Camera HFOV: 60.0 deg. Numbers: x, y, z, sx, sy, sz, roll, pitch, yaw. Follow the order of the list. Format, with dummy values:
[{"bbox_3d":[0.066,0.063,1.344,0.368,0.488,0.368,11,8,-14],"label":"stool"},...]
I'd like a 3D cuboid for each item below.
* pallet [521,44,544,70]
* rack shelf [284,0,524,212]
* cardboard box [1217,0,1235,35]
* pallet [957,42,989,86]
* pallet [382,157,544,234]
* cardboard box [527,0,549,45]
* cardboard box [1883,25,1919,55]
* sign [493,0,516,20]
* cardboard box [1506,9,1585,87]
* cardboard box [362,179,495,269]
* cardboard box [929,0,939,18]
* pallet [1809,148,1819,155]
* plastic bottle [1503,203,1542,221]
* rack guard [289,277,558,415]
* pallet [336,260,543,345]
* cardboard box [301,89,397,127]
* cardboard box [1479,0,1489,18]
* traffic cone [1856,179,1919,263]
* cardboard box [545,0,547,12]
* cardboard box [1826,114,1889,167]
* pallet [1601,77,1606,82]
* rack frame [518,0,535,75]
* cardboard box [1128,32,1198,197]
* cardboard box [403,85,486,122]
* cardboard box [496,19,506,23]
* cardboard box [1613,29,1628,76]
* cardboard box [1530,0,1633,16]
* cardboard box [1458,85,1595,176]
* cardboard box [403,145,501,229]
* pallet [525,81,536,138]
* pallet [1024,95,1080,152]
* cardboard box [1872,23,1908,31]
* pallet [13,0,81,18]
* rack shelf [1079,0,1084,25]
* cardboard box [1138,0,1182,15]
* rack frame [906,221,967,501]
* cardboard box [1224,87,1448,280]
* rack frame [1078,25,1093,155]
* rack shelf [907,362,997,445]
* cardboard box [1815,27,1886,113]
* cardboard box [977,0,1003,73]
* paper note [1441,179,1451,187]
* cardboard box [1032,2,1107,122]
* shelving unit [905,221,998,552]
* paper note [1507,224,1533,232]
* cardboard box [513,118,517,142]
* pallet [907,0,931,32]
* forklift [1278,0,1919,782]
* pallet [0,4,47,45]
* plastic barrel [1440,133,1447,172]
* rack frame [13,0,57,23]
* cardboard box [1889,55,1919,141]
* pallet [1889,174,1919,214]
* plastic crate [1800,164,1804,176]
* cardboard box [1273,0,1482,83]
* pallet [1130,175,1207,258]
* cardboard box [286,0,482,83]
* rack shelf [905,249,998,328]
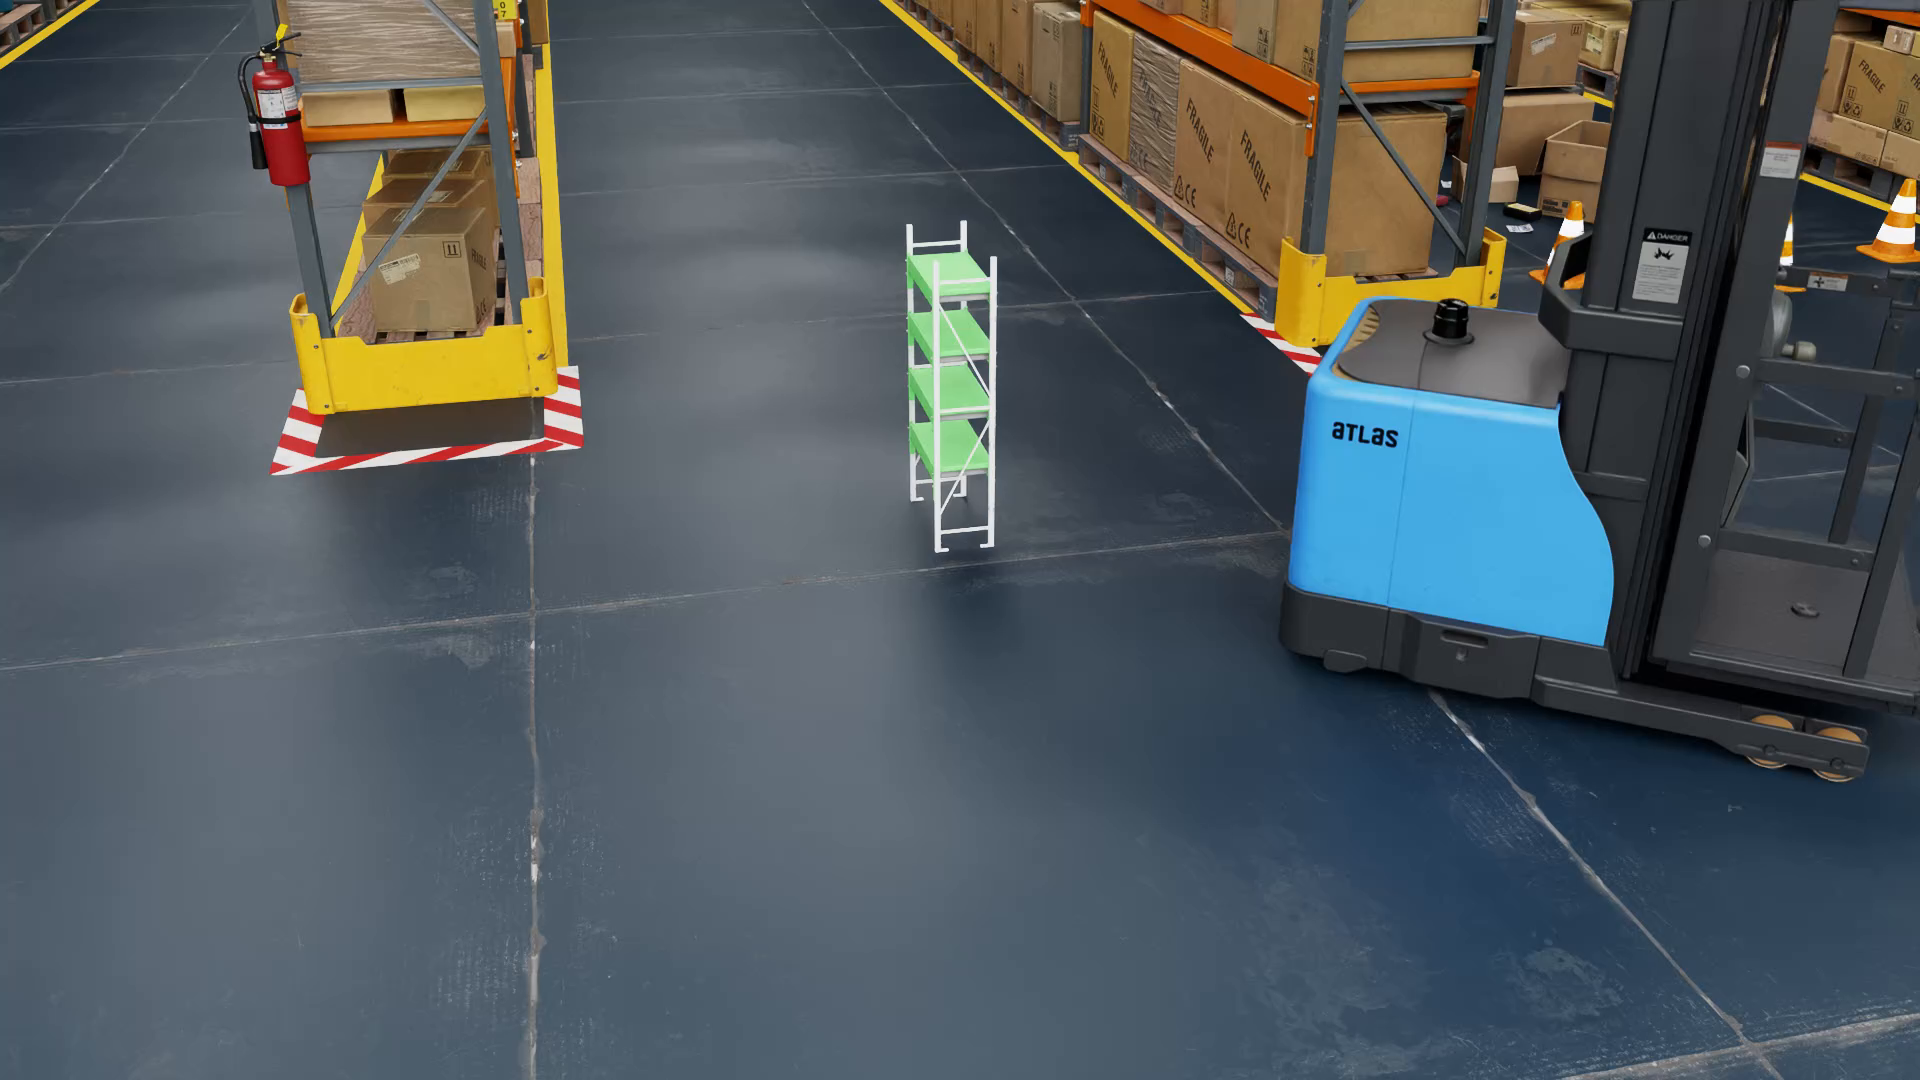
[{"bbox_3d":[-4.471,-4.654,15.736,1.003,0.211,1.213,-6,27,-12],"label":"pallet"},{"bbox_3d":[-3.015,-2.590,9.350,1.077,0.370,4.000,-6,27,-12],"label":"rack shelf"},{"bbox_3d":[2.014,-3.215,9.625,0.875,0.550,0.550,-6,27,-12],"label":"cardboard box"},{"bbox_3d":[0.592,-4.406,15.244,1.003,0.211,1.213,-6,27,-12],"label":"pallet"},{"bbox_3d":[-3.280,-2.253,10.979,1.003,0.211,1.213,-6,27,-12],"label":"pallet"},{"bbox_3d":[-4.502,-5.089,15.395,1.225,0.875,0.875,-7,28,-14],"label":"cardboard box"},{"bbox_3d":[6.397,-3.330,11.051,0.380,0.149,0.250,-5,27,-9],"label":"cardboard box"},{"bbox_3d":[-2.035,-2.475,7.363,0.100,0.325,0.005,-6,27,-12],"label":"sign"},{"bbox_3d":[4.462,-3.823,12.930,0.500,0.500,0.500,-6,27,-12],"label":"cardboard box"},{"bbox_3d":[-2.857,-1.639,8.977,0.500,0.500,0.500,1,27,2],"label":"cardboard box"},{"bbox_3d":[-0.028,-5.566,16.758,0.500,0.500,0.500,-5,27,-10],"label":"cardboard box"},{"bbox_3d":[6.375,-3.259,12.973,1.003,0.211,1.213,-6,27,-12],"label":"pallet"},{"bbox_3d":[3.691,-2.175,10.991,0.133,0.061,0.283,-16,31,-29],"label":"plastic bottle"},{"bbox_3d":[-2.581,-0.950,8.078,1.175,0.500,0.348,-6,27,-12],"label":"rack guard"},{"bbox_3d":[-2.730,-1.182,8.857,1.003,0.211,1.213,-6,27,-12],"label":"pallet"},{"bbox_3d":[-2.829,-2.025,7.712,0.380,0.149,0.250,-6,27,-12],"label":"cardboard box"},{"bbox_3d":[5.406,-5.317,16.405,0.950,0.372,0.625,-8,28,-15],"label":"cardboard box"},{"bbox_3d":[5.737,-1.964,10.129,0.336,0.463,0.334,-6,27,-12],"label":"traffic cone"},{"bbox_3d":[-4.902,-5.869,16.940,1.225,0.875,0.875,-7,28,-13],"label":"cardboard box"},{"bbox_3d":[6.414,-2.784,11.523,0.500,0.250,0.500,-7,28,-13],"label":"cardboard box"},{"bbox_3d":[5.734,-4.429,15.290,1.003,0.211,1.213,-6,27,-12],"label":"pallet"},{"bbox_3d":[-4.367,-5.545,14.407,1.000,3.000,0.127,-6,27,-12],"label":"rack frame"},{"bbox_3d":[1.670,-2.809,10.878,0.875,0.875,0.875,-6,27,-11],"label":"cardboard box"},{"bbox_3d":[-2.396,-2.070,7.801,0.380,0.149,0.250,-6,27,-12],"label":"cardboard box"},{"bbox_3d":[-2.807,-2.952,9.549,0.380,0.149,0.250,-6,27,-12],"label":"cardboard box"},{"bbox_3d":[6.069,-4.040,13.875,0.950,0.372,0.625,-6,27,-11],"label":"cardboard box"},{"bbox_3d":[5.745,-4.660,15.104,0.950,0.372,0.625,-5,27,-10],"label":"cardboard box"},{"bbox_3d":[4.010,-2.909,11.804,0.797,0.637,0.503,-6,27,-12],"label":"cardboard box"},{"bbox_3d":[-3.061,-2.166,10.020,0.500,0.500,0.500,-8,28,-16],"label":"cardboard box"},{"bbox_3d":[-3.921,-3.422,13.296,1.003,0.211,1.213,-6,27,-12],"label":"pallet"},{"bbox_3d":[1.142,-3.334,13.122,1.003,0.211,1.213,-6,27,-12],"label":"pallet"},{"bbox_3d":[6.817,-3.411,11.931,0.500,0.500,0.500,-5,27,-9],"label":"cardboard box"},{"bbox_3d":[-10.297,-5.872,18.149,1.003,0.211,1.213,-6,27,-12],"label":"pallet"},{"bbox_3d":[0.939,-4.805,13.739,1.077,0.370,4.000,-6,27,-12],"label":"rack shelf"},{"bbox_3d":[1.637,-3.666,10.518,0.875,0.550,0.550,-6,27,-12],"label":"cardboard box"},{"bbox_3d":[-0.092,-0.715,6.836,0.240,1.200,0.015,-6,27,-12],"label":"rack frame"},{"bbox_3d":[2.074,-2.022,9.319,0.875,0.875,0.875,-6,27,-11],"label":"cardboard box"},{"bbox_3d":[1.390,-4.248,11.838,1.000,3.000,0.127,-6,27,-12],"label":"rack frame"},{"bbox_3d":[-0.037,-0.551,6.652,0.258,0.148,0.480,-6,27,-12],"label":"rack shelf"},{"bbox_3d":[6.307,-3.342,11.795,0.500,0.500,0.500,-5,27,-9],"label":"cardboard box"},{"bbox_3d":[0.738,-4.527,14.422,1.050,0.750,0.750,-6,27,-11],"label":"cardboard box"},{"bbox_3d":[3.479,-2.509,11.696,0.172,0.023,0.155,3,27,6],"label":"paper note"},{"bbox_3d":[1.162,-3.695,12.772,1.050,0.750,0.750,-6,27,-12],"label":"cardboard box"},{"bbox_3d":[-0.037,-0.608,6.624,0.258,1.200,0.503,-6,27,-12],"label":"shelving unit"},{"bbox_3d":[3.601,-2.008,10.697,0.144,0.017,0.142,3,27,6],"label":"paper note"},{"bbox_3d":[-3.583,-3.141,11.930,0.700,0.500,0.500,-8,28,-16],"label":"cardboard box"},{"bbox_3d":[0.042,-5.637,17.684,1.003,0.211,1.213,-6,27,-12],"label":"pallet"},{"bbox_3d":[2.695,-0.819,5.120,3.031,2.935,1.130,11,29,20],"label":"forklift"},{"bbox_3d":[-9.961,-5.210,16.838,1.003,0.211,1.213,-6,27,-12],"label":"pallet"},{"bbox_3d":[3.140,-2.756,11.740,0.512,0.421,0.421,13,30,24],"label":"plastic barrel"},{"bbox_3d":[-10.094,-6.798,16.889,1.000,3.000,0.127,-6,27,-12],"label":"rack frame"},{"bbox_3d":[6.535,-2.888,10.896,0.500,0.500,0.500,-5,27,-10],"label":"cardboard box"},{"bbox_3d":[6.925,-2.188,10.851,1.003,0.211,1.213,-6,27,-12],"label":"pallet"},{"bbox_3d":[5.744,-2.719,12.049,0.402,0.080,0.583,-16,31,-29],"label":"plastic crate"},{"bbox_3d":[2.163,-2.717,8.639,0.875,0.550,0.550,-6,27,-12],"label":"cardboard box"},{"bbox_3d":[1.763,-2.125,10.726,1.003,0.211,1.213,-6,27,-12],"label":"pallet"},{"bbox_3d":[-2.661,-2.455,7.843,0.875,0.500,0.500,-6,27,-12],"label":"cardboard box"},{"bbox_3d":[-0.037,-0.980,6.436,0.258,0.148,0.480,-6,27,-12],"label":"rack shelf"}]
